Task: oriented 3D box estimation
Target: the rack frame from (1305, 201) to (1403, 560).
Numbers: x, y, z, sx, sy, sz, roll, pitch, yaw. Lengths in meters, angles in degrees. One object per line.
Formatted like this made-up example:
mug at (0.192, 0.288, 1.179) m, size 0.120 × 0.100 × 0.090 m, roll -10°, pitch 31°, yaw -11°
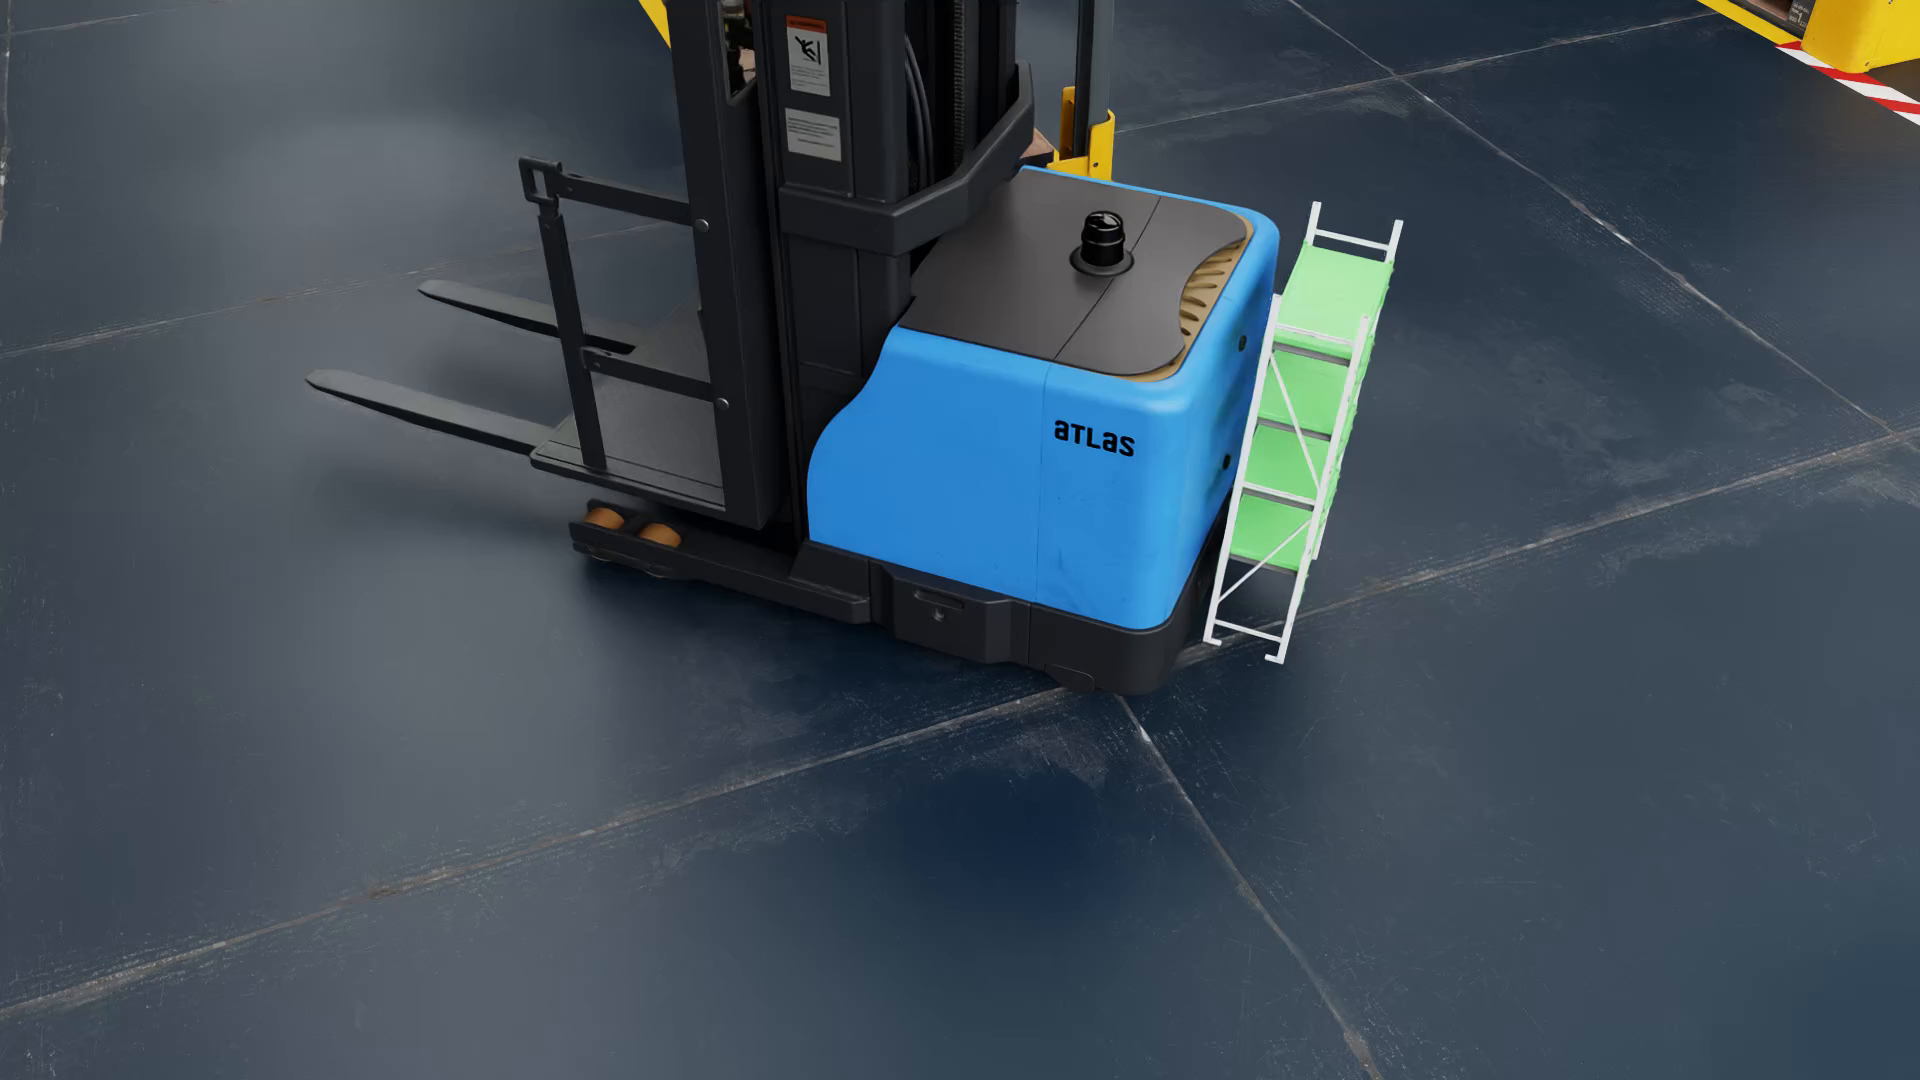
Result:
rack frame at (1.027, -0.421, 4.810) m, size 0.240 × 1.200 × 0.015 m, roll 16°, pitch 43°, yaw 14°

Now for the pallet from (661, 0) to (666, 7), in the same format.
pallet at (-1.232, -3.216, 8.828) m, size 1.003 × 0.211 × 1.213 m, roll -15°, pitch 43°, yaw -17°

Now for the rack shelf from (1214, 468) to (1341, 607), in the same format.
rack shelf at (0.927, -0.046, 4.839) m, size 0.258 × 0.148 × 0.480 m, roll 16°, pitch 43°, yaw 14°

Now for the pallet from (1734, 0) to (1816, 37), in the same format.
pallet at (4.349, -3.001, 8.578) m, size 1.003 × 0.211 × 1.213 m, roll -15°, pitch 43°, yaw -17°

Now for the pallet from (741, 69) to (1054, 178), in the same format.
pallet at (-0.299, -1.746, 7.119) m, size 1.003 × 0.211 × 1.213 m, roll -15°, pitch 43°, yaw -17°

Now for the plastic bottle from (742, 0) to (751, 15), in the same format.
plastic bottle at (-1.001, -2.598, 7.717) m, size 0.061 × 0.283 × 0.133 m, roll -15°, pitch 43°, yaw -17°

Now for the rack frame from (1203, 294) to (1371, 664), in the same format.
rack frame at (0.856, -0.123, 4.464) m, size 0.240 × 1.200 × 0.015 m, roll 16°, pitch 43°, yaw 14°

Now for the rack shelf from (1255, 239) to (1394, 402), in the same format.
rack shelf at (0.961, -0.583, 4.360) m, size 0.258 × 0.148 × 0.480 m, roll 16°, pitch 43°, yaw 14°

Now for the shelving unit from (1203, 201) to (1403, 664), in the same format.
shelving unit at (0.942, -0.272, 4.637) m, size 0.258 × 1.200 × 0.503 m, roll 16°, pitch 43°, yaw 14°

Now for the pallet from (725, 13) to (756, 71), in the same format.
pallet at (-0.762, -2.480, 7.972) m, size 1.003 × 0.211 × 1.213 m, roll -15°, pitch 43°, yaw -17°

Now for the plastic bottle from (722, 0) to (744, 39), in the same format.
plastic bottle at (-1.028, -2.381, 7.527) m, size 0.097 × 0.201 × 0.097 m, roll 0°, pitch 41°, yaw 0°

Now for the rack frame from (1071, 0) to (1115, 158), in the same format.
rack frame at (0.080, -2.279, 5.599) m, size 1.000 × 3.000 × 0.127 m, roll -15°, pitch 43°, yaw -17°

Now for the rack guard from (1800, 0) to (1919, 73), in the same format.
rack guard at (4.627, -2.612, 7.904) m, size 1.175 × 0.500 × 0.348 m, roll -15°, pitch 43°, yaw -17°

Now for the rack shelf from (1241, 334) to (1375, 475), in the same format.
rack shelf at (0.950, -0.404, 4.520) m, size 0.258 × 0.148 × 0.480 m, roll 16°, pitch 43°, yaw 14°

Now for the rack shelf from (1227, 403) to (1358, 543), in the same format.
rack shelf at (0.939, -0.225, 4.679) m, size 0.258 × 0.148 × 0.480 m, roll 16°, pitch 43°, yaw 14°

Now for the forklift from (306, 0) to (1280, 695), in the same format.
forklift at (-0.654, -1.297, 4.510) m, size 3.031 × 2.935 × 1.130 m, roll 15°, pitch 43°, yaw 17°

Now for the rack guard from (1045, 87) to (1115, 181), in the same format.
rack guard at (0.007, -1.365, 6.454) m, size 1.175 × 0.500 × 0.348 m, roll -15°, pitch 43°, yaw -17°
